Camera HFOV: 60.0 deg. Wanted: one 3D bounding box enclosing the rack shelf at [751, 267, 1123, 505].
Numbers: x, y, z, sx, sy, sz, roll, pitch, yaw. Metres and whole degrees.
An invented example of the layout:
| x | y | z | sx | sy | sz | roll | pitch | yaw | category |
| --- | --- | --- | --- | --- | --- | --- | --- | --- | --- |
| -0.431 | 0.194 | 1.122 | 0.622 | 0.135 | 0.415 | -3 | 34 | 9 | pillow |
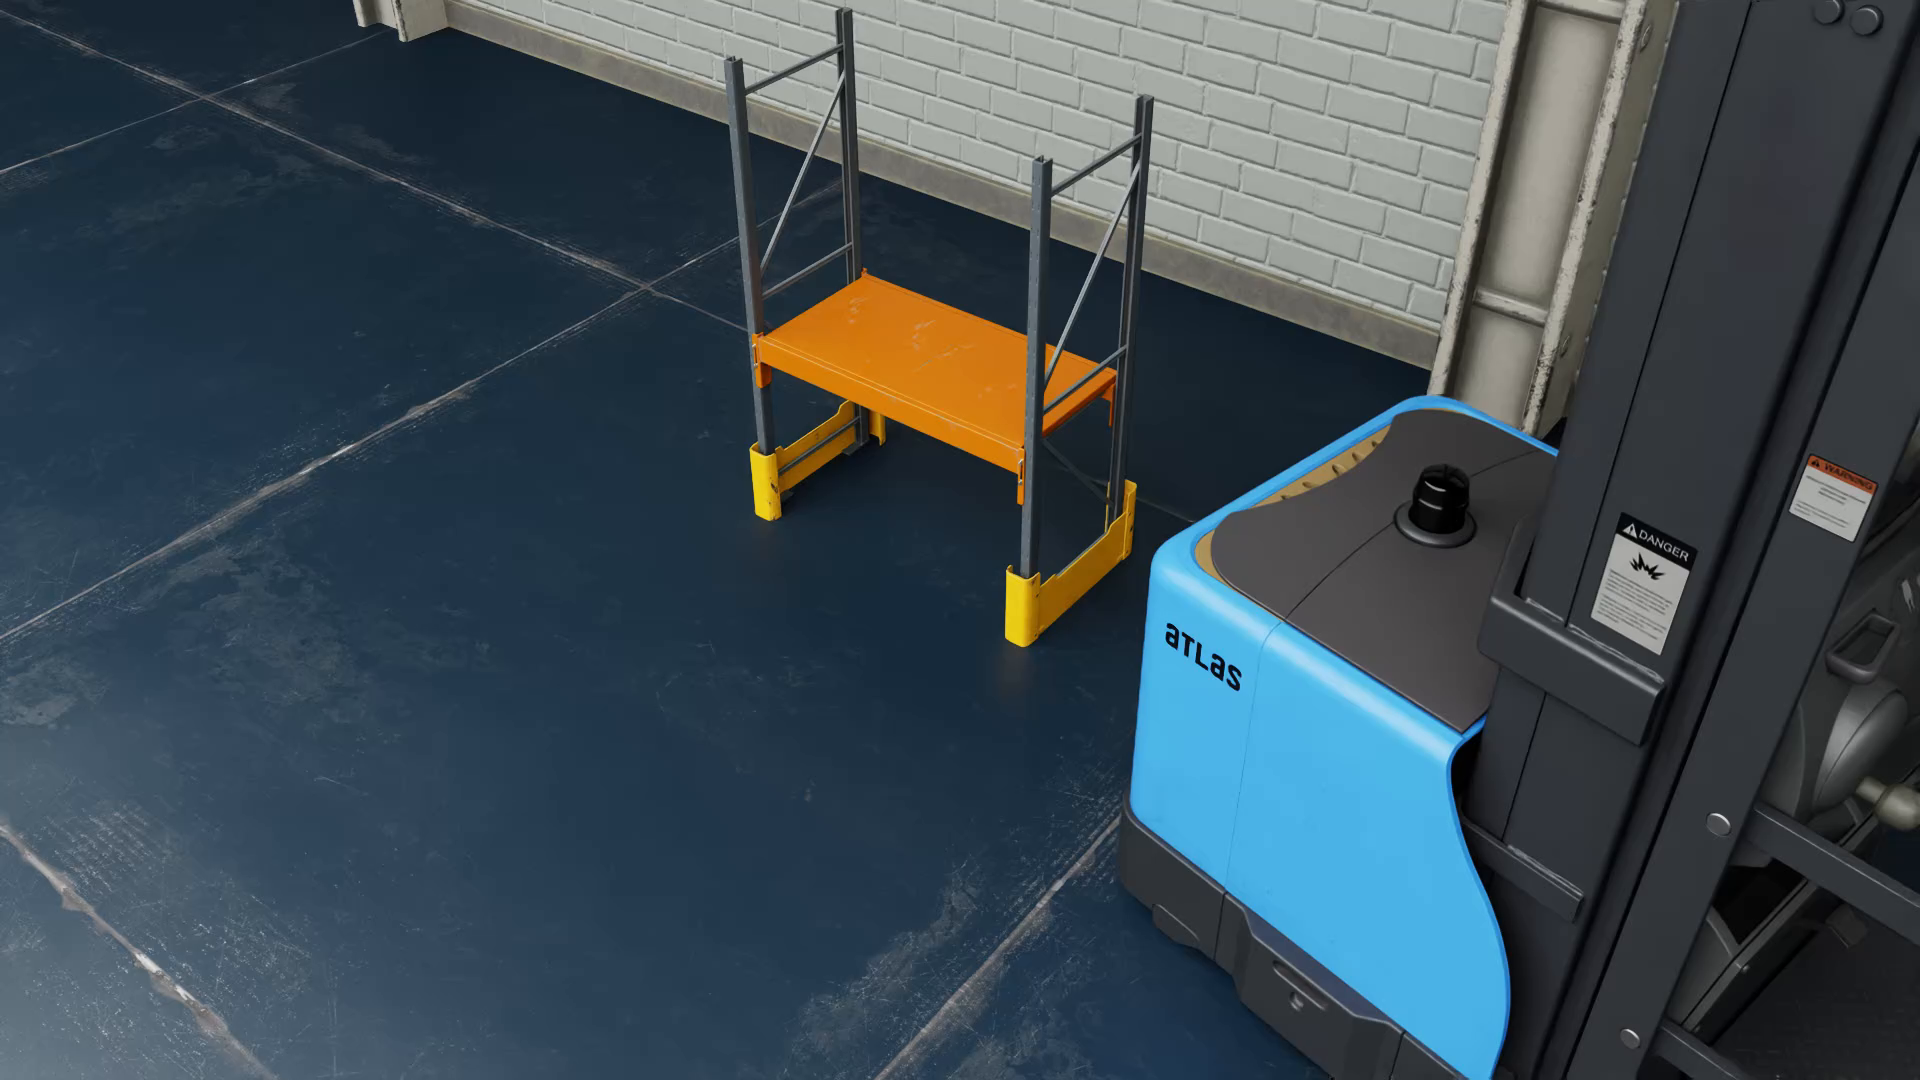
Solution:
| x | y | z | sx | sy | sz | roll | pitch | yaw | category |
| --- | --- | --- | --- | --- | --- | --- | --- | --- | --- |
| -0.068 | -0.481 | 4.939 | 1.000 | 0.185 | 0.538 | 25 | 45 | 29 | rack shelf |

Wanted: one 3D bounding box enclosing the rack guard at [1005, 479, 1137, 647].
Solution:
| x | y | z | sx | sy | sz | roll | pitch | yaw | category |
| --- | --- | --- | --- | --- | --- | --- | --- | --- | --- |
| 0.335 | 0.060 | 4.971 | 0.087 | 0.250 | 0.587 | 25 | 45 | 29 | rack guard |

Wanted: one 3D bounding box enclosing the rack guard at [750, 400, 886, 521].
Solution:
| x | y | z | sx | sy | sz | roll | pitch | yaw | category |
| --- | --- | --- | --- | --- | --- | --- | --- | --- | --- |
| -0.456 | -0.313 | 5.448 | 0.087 | 0.250 | 0.587 | 25 | 45 | 29 | rack guard |

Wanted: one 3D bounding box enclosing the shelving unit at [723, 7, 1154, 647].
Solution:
| x | y | z | sx | sy | sz | roll | pitch | yaw | category |
| --- | --- | --- | --- | --- | --- | --- | --- | --- | --- |
| -0.061 | -0.619 | 4.824 | 1.083 | 1.500 | 0.587 | 25 | 45 | 29 | shelving unit |

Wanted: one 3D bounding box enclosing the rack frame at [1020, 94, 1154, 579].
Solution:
| x | y | z | sx | sy | sz | roll | pitch | yaw | category |
| --- | --- | --- | --- | --- | --- | --- | --- | --- | --- |
| 0.336 | -0.432 | 4.585 | 0.032 | 1.500 | 0.500 | 25 | 45 | 29 | rack frame |

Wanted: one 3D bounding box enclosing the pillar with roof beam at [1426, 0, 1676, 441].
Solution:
| x | y | z | sx | sy | sz | roll | pitch | yaw | category |
| --- | --- | --- | --- | --- | --- | --- | --- | --- | --- |
| -0.746 | -1.882 | 0.354 | 0.400 | 9.000 | 9.100 | 25 | 45 | 29 | pillar with roof beam |

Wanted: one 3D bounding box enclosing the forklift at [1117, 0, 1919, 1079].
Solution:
| x | y | z | sx | sy | sz | roll | pitch | yaw | category |
| --- | --- | --- | --- | --- | --- | --- | --- | --- | --- |
| 1.735 | 0.200 | 2.617 | 1.130 | 2.935 | 3.031 | -28 | 46 | -31 | forklift |

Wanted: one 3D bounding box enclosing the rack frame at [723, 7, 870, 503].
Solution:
| x | y | z | sx | sy | sz | roll | pitch | yaw | category |
| --- | --- | --- | --- | --- | --- | --- | --- | --- | --- |
| -0.472 | -0.813 | 5.072 | 0.032 | 1.500 | 0.500 | 25 | 45 | 29 | rack frame |

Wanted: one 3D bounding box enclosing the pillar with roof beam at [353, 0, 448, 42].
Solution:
| x | y | z | sx | sy | sz | roll | pitch | yaw | category |
| --- | --- | --- | --- | --- | --- | --- | --- | --- | --- |
| -5.512 | -4.129 | 3.225 | 0.400 | 9.000 | 9.100 | 25 | 45 | 29 | pillar with roof beam |
